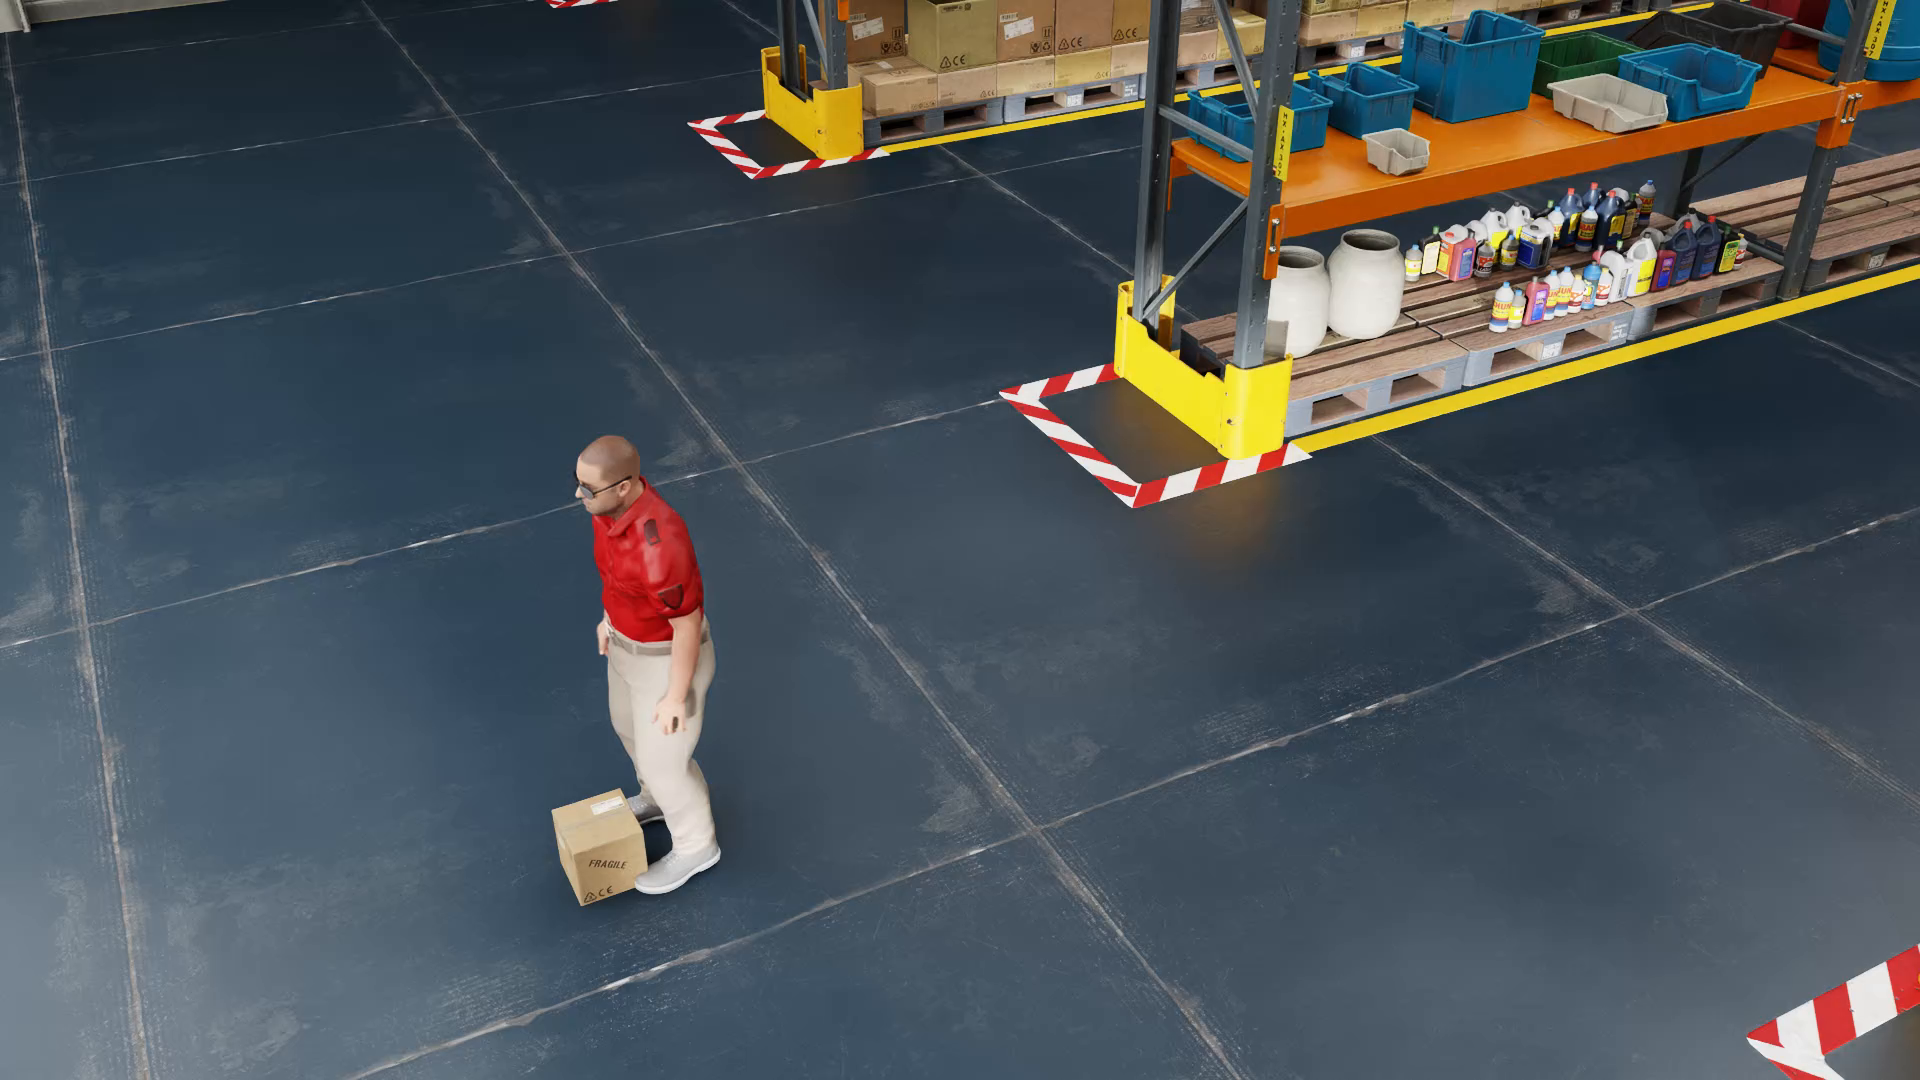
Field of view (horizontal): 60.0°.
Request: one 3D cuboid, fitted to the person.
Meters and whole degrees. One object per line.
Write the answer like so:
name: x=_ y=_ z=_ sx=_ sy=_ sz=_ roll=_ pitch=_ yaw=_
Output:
person: x=-1.041 y=0.386 z=5.554 sx=0.390 sy=1.726 sz=0.588 roll=-18 pitch=37 yaw=-25
